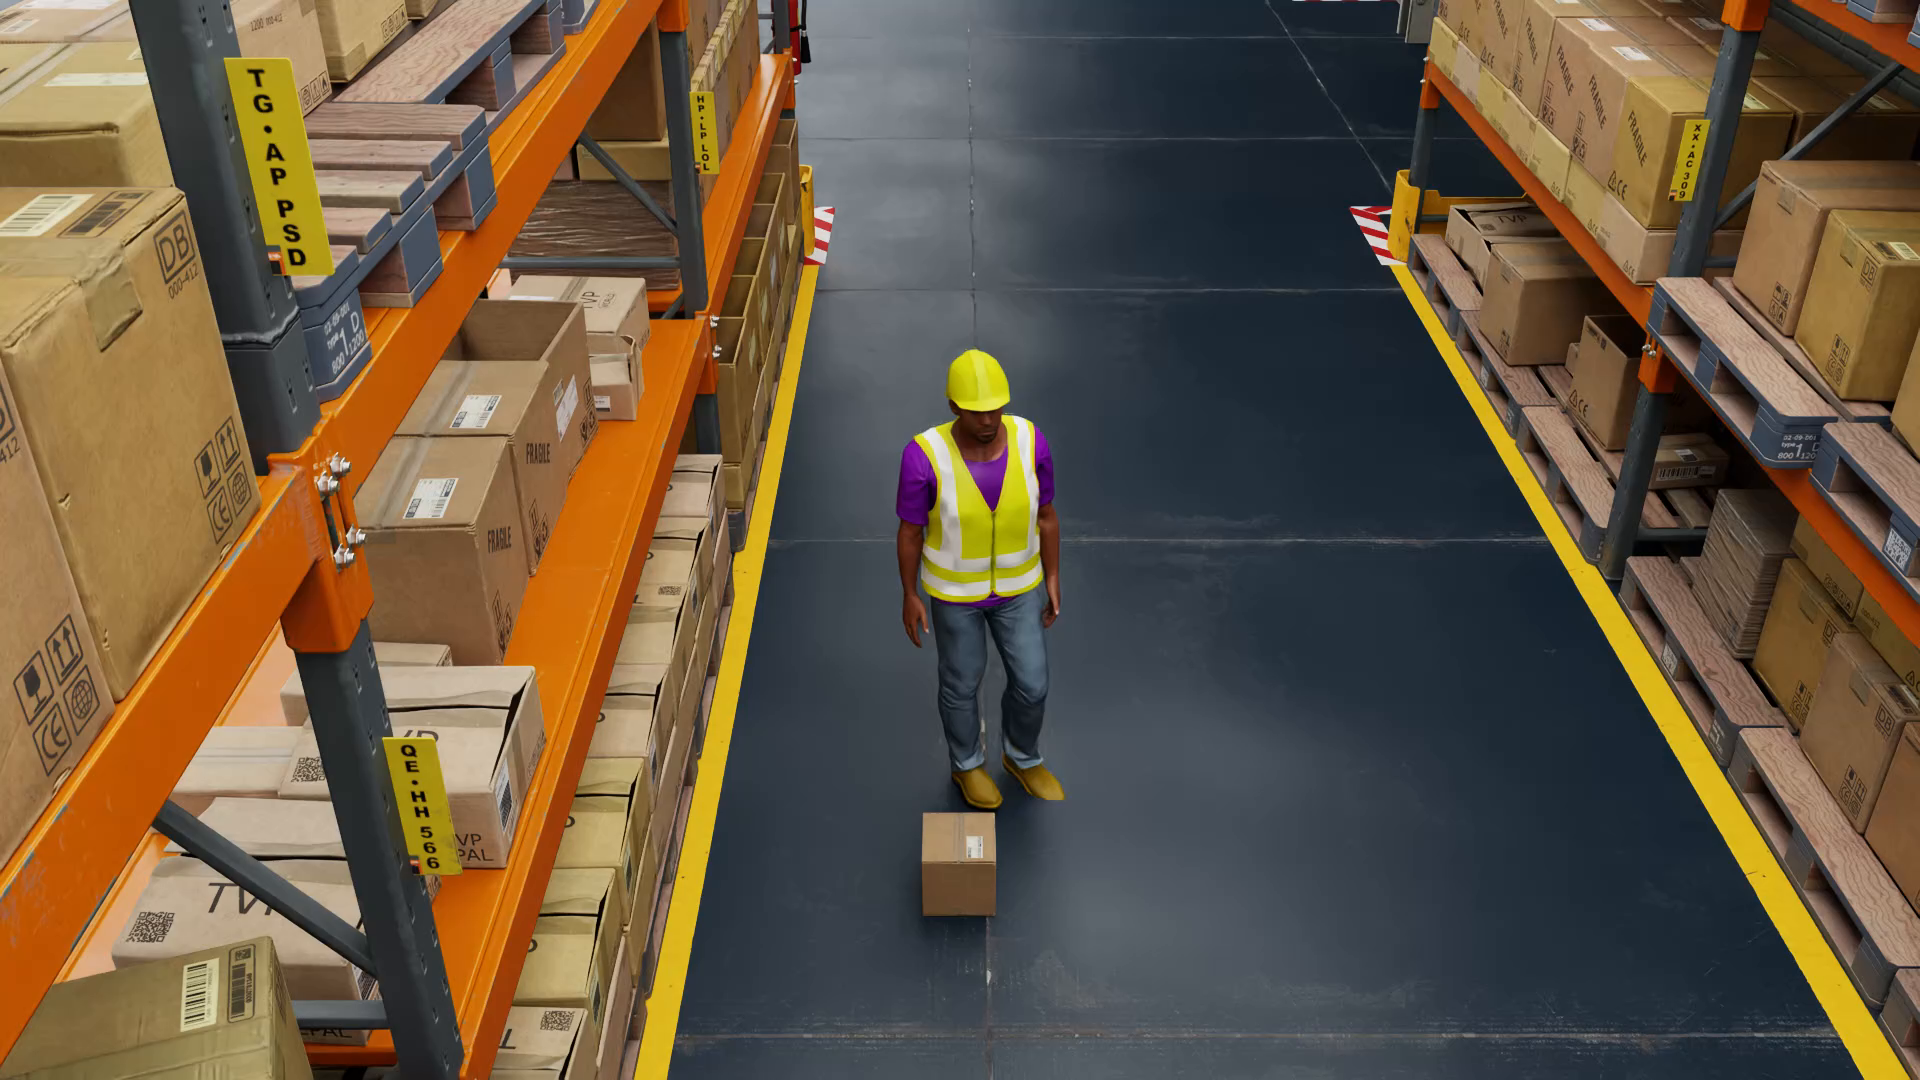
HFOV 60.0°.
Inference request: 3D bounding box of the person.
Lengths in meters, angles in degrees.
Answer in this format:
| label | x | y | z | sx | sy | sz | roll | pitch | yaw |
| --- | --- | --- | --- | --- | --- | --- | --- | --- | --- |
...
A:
| label | x | y | z | sx | sy | sz | roll | pitch | yaw |
| --- | --- | --- | --- | --- | --- | --- | --- | --- | --- |
| person | 0.082 | 0.184 | 5.834 | 0.587 | 1.808 | 0.391 | -8 | 32 | -13 |
